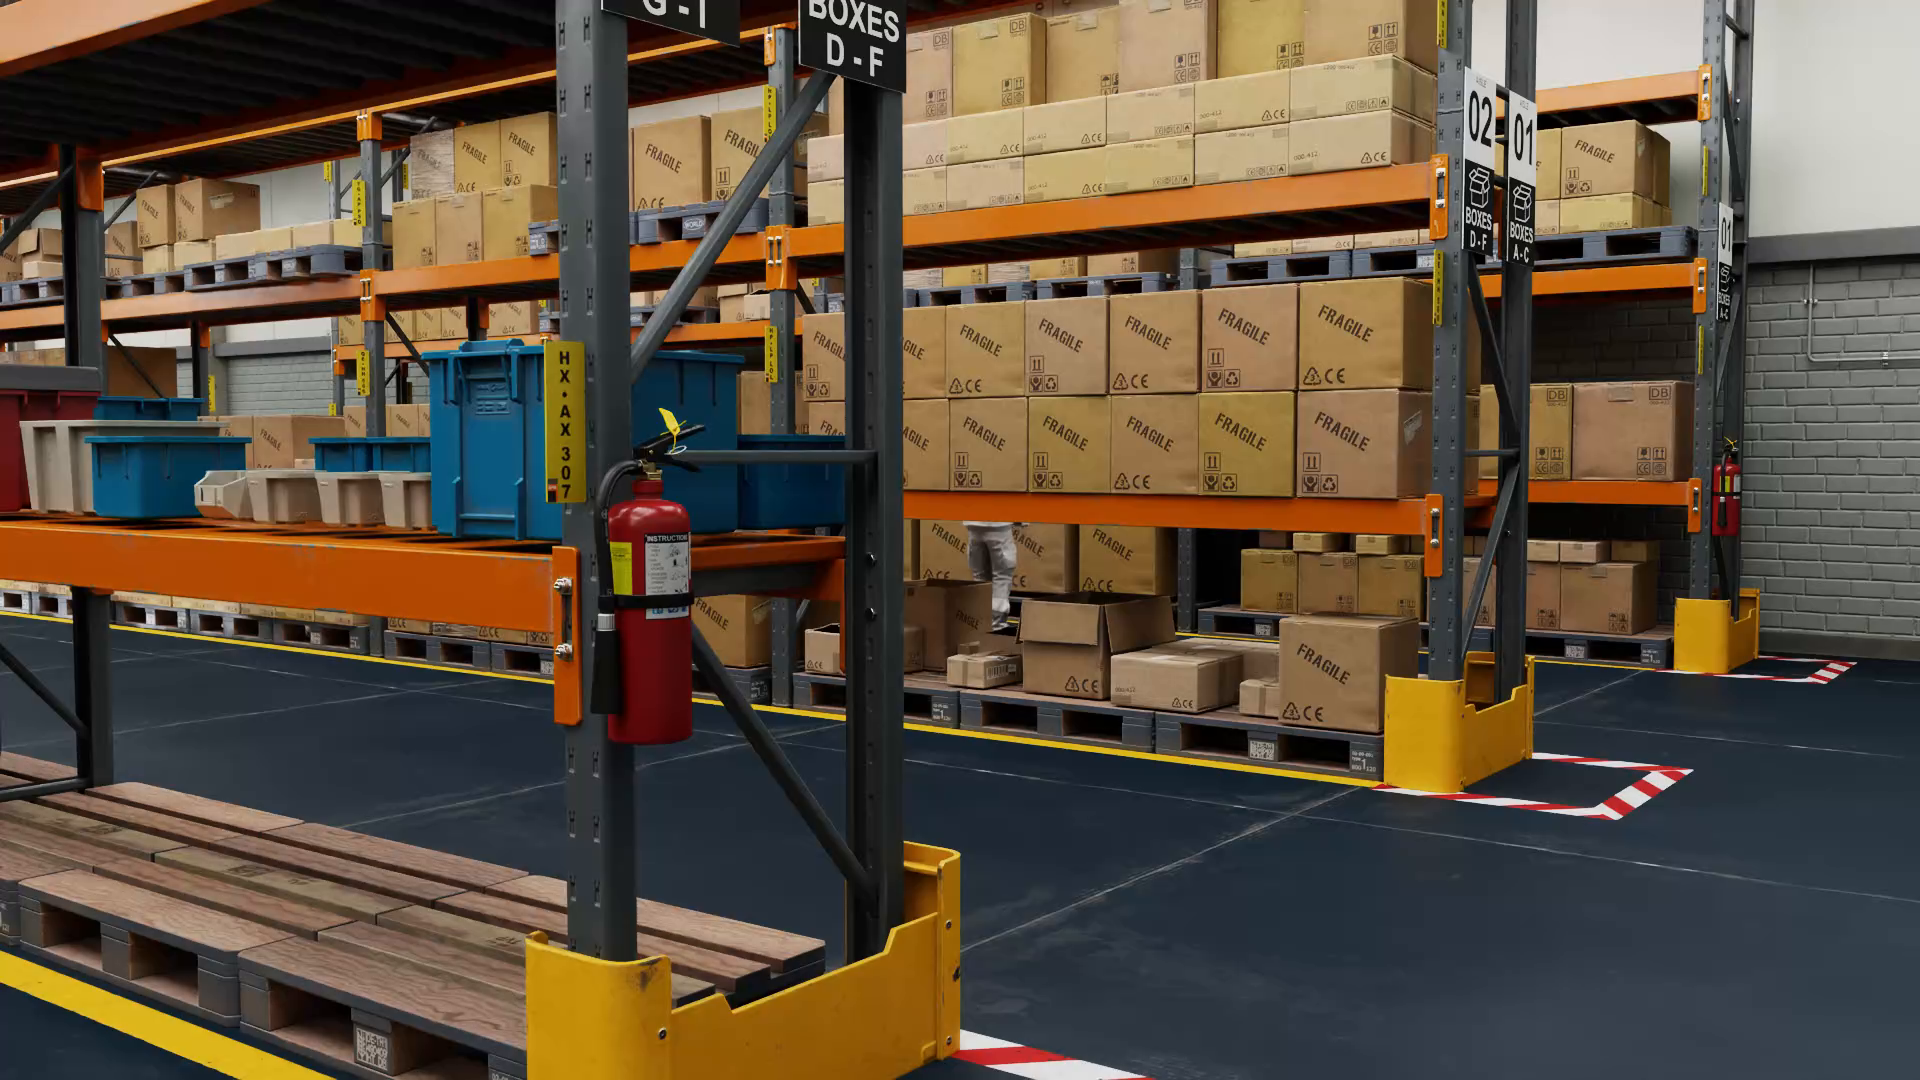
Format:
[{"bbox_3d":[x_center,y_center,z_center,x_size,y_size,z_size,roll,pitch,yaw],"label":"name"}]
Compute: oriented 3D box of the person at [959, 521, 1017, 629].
[{"bbox_3d":[0.219,-0.096,13.198,0.565,1.796,0.473,1,3,20],"label":"person"}]
